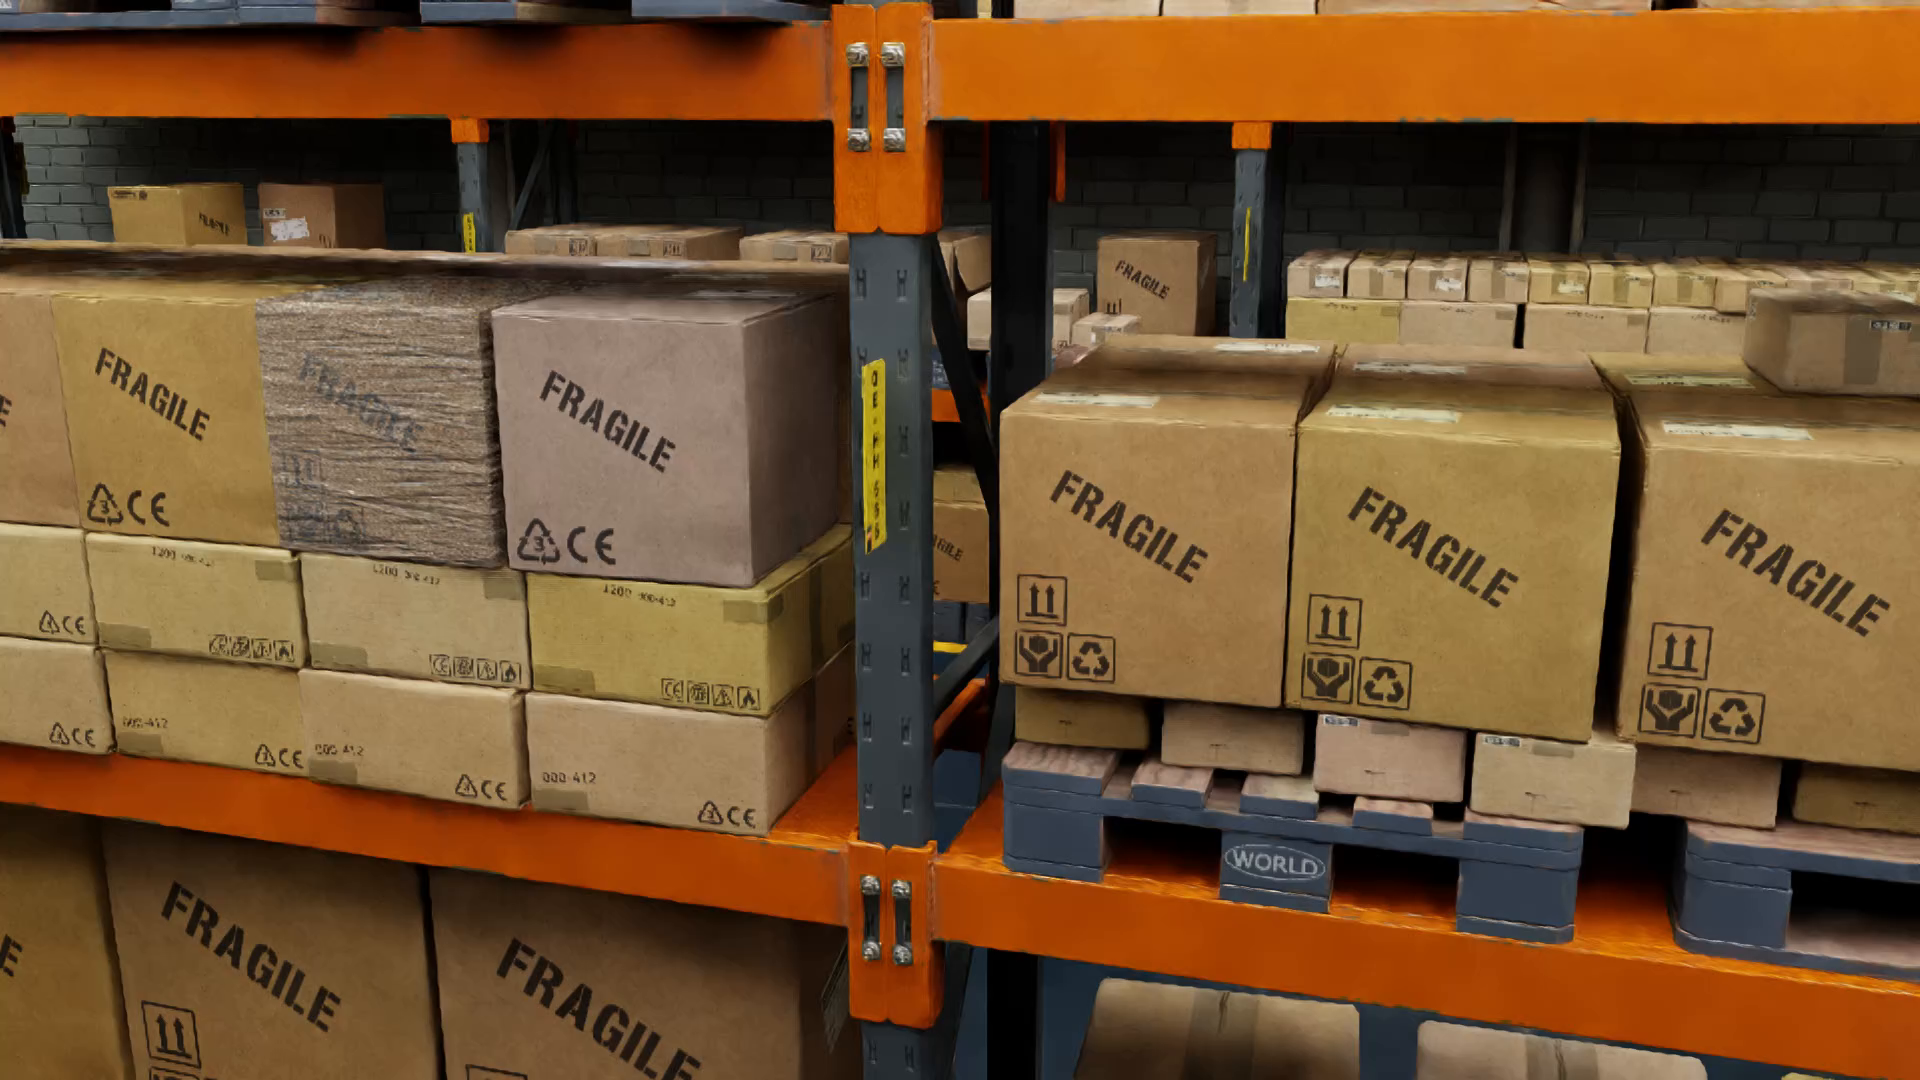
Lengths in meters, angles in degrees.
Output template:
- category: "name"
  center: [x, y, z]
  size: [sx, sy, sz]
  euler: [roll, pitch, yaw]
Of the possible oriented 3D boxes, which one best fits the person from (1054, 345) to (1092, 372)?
- category: "person"
  center: [0.549, 0.027, 6.944]
  size: [0.870, 1.682, 0.550]
  euler: [5, 16, 18]
